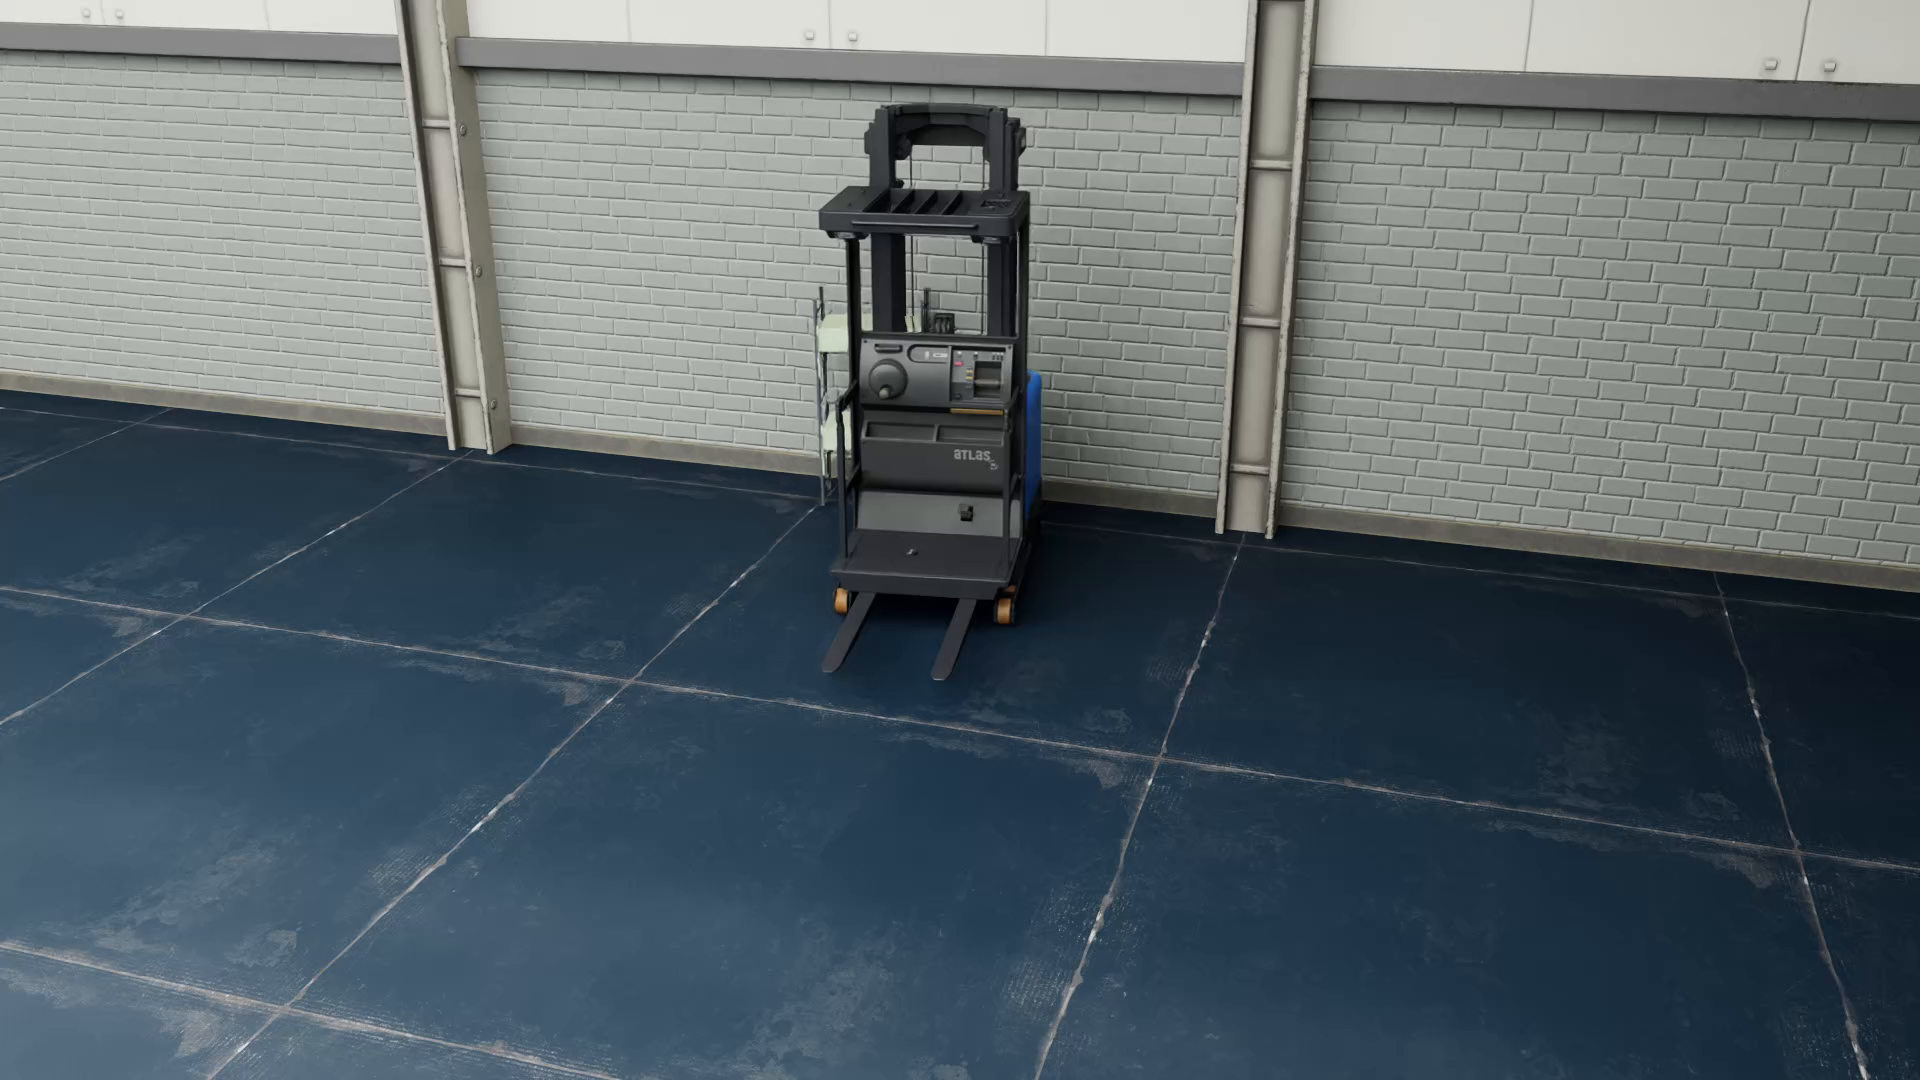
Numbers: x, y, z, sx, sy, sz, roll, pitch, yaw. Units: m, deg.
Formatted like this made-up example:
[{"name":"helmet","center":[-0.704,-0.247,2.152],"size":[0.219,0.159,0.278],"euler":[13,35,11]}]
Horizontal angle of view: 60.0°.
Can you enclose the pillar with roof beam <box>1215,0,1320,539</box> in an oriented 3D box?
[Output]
[{"name":"pillar with roof beam","center":[0.737,-2.684,5.955],"size":[0.400,9.000,9.100],"euler":[7,23,16]}]

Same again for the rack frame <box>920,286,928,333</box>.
[{"name":"rack frame","center":[-0.241,-1.002,11.719],"size":[0.023,1.500,0.400],"euler":[1,22,3]}]

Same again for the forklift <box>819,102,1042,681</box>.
[{"name":"forklift","center":[-0.173,-0.989,9.820],"size":[1.130,2.935,3.031],"euler":[3,23,8]}]

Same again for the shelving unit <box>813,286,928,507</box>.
[{"name":"shelving unit","center":[-0.606,-1.005,11.735],"size":[0.755,1.500,0.431],"euler":[1,22,3]}]

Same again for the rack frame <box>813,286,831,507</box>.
[{"name":"rack frame","center":[-0.972,-1.008,11.752],"size":[0.023,1.500,0.400],"euler":[1,22,3]}]

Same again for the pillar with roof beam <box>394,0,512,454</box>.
[{"name":"pillar with roof beam","center":[-5.007,-3.341,7.558],"size":[0.400,9.000,9.100],"euler":[7,23,16]}]

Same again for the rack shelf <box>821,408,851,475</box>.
[{"name":"rack shelf","center":[-0.603,-0.703,11.859],"size":[0.720,0.370,0.431],"euler":[1,22,3]}]

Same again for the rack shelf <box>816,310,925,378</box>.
[{"name":"rack shelf","center":[-0.610,-1.366,11.588],"size":[0.720,0.370,0.431],"euler":[1,22,3]}]
